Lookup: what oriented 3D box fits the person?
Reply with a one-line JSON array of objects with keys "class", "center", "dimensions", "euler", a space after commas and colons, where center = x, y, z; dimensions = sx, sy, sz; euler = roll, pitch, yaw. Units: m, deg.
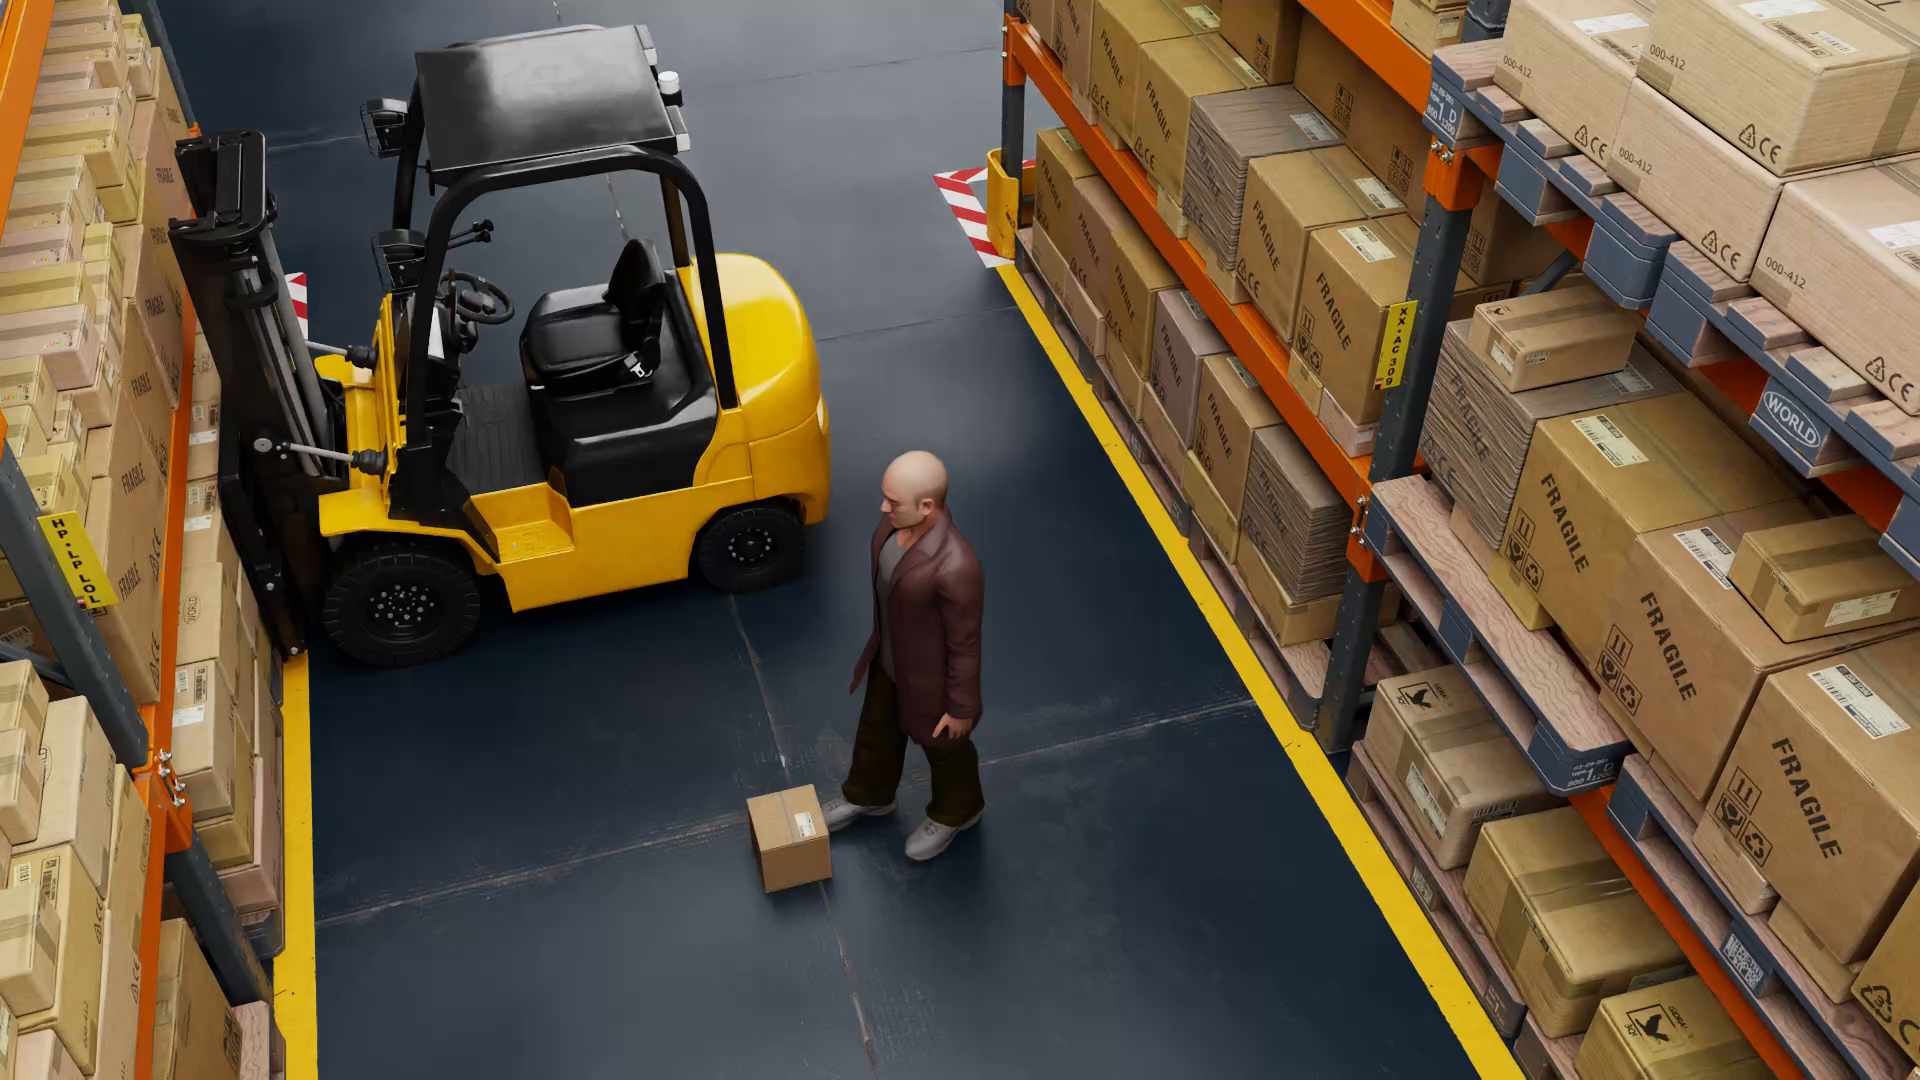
[{"class": "person", "center": [-0.210, 0.454, 5.647], "dimensions": [0.639, 1.780, 0.632], "euler": [-20, 45, -21]}]
